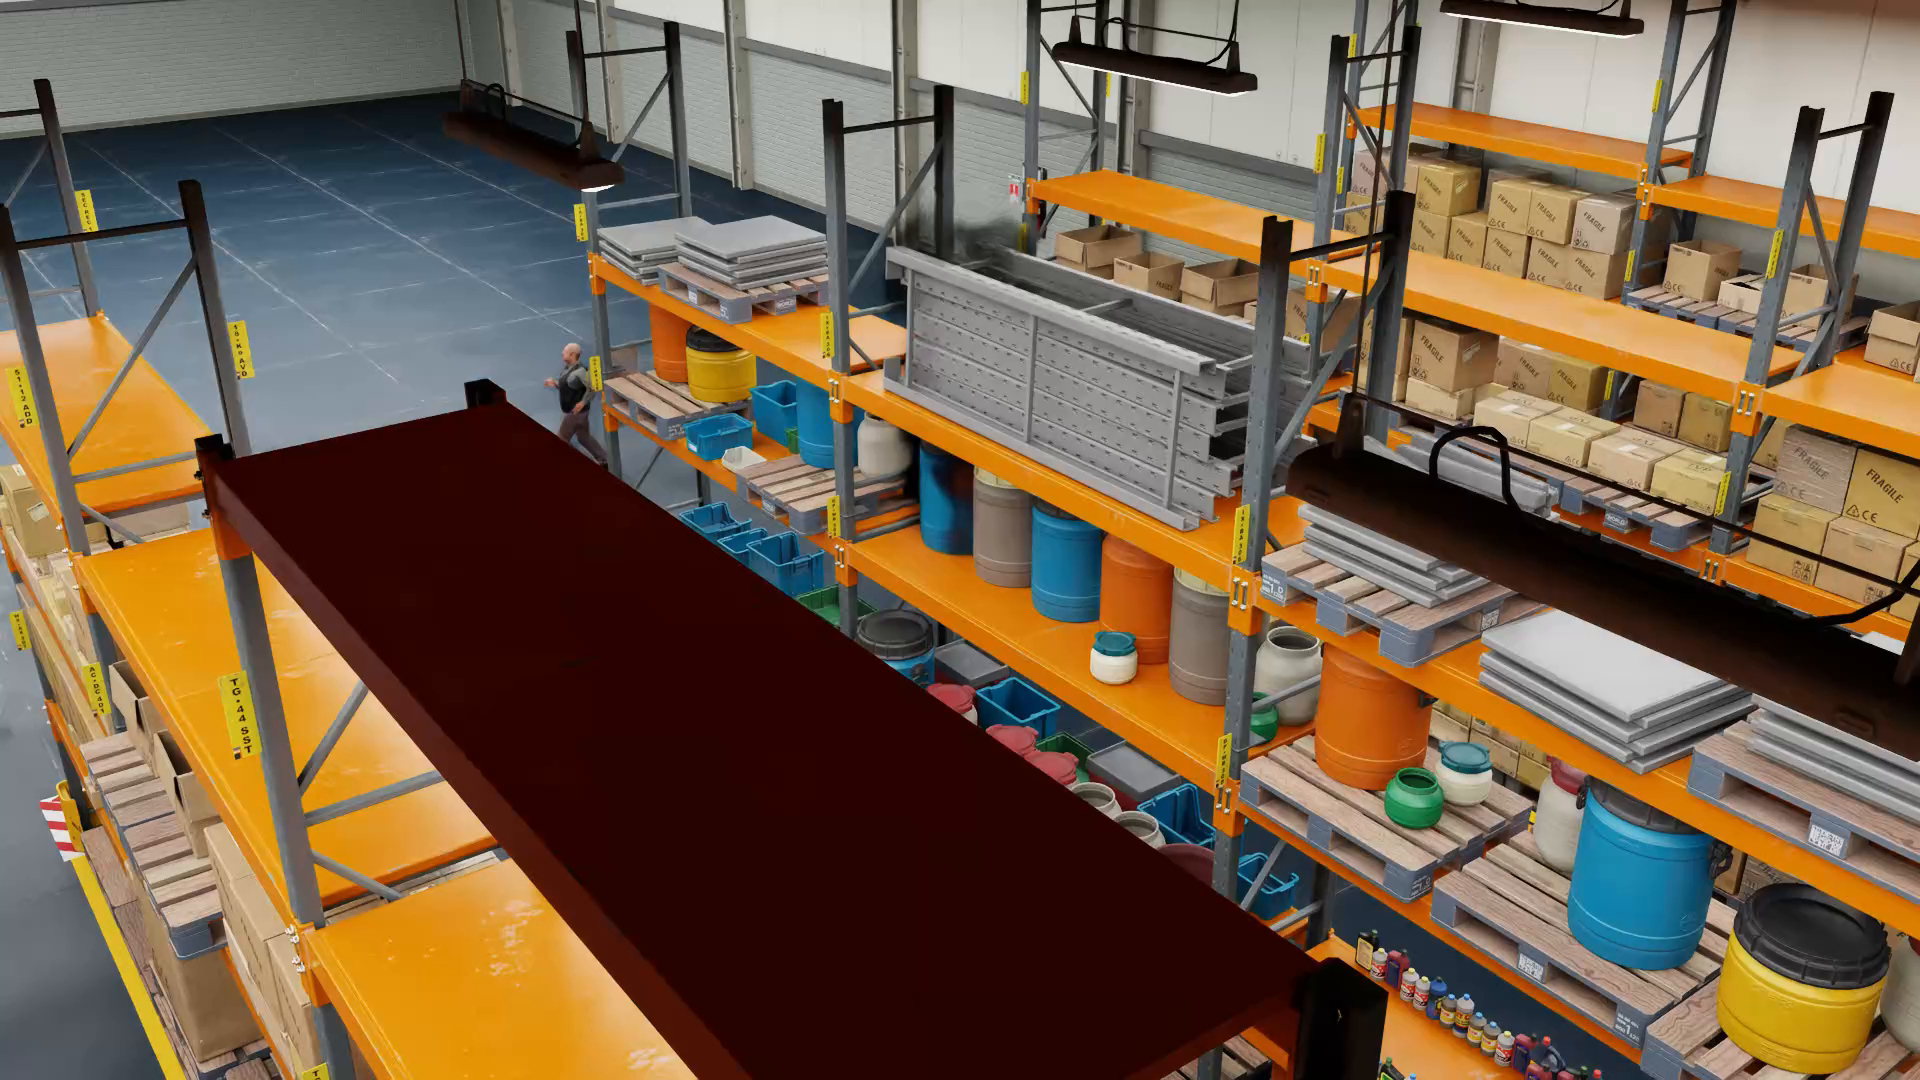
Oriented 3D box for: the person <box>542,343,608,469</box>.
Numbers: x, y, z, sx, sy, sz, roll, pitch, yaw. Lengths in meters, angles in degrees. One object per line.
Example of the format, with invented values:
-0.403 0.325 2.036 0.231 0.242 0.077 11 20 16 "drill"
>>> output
-4.674 -1.539 20.268 0.734 1.774 0.639 -6 25 -12 "person"
